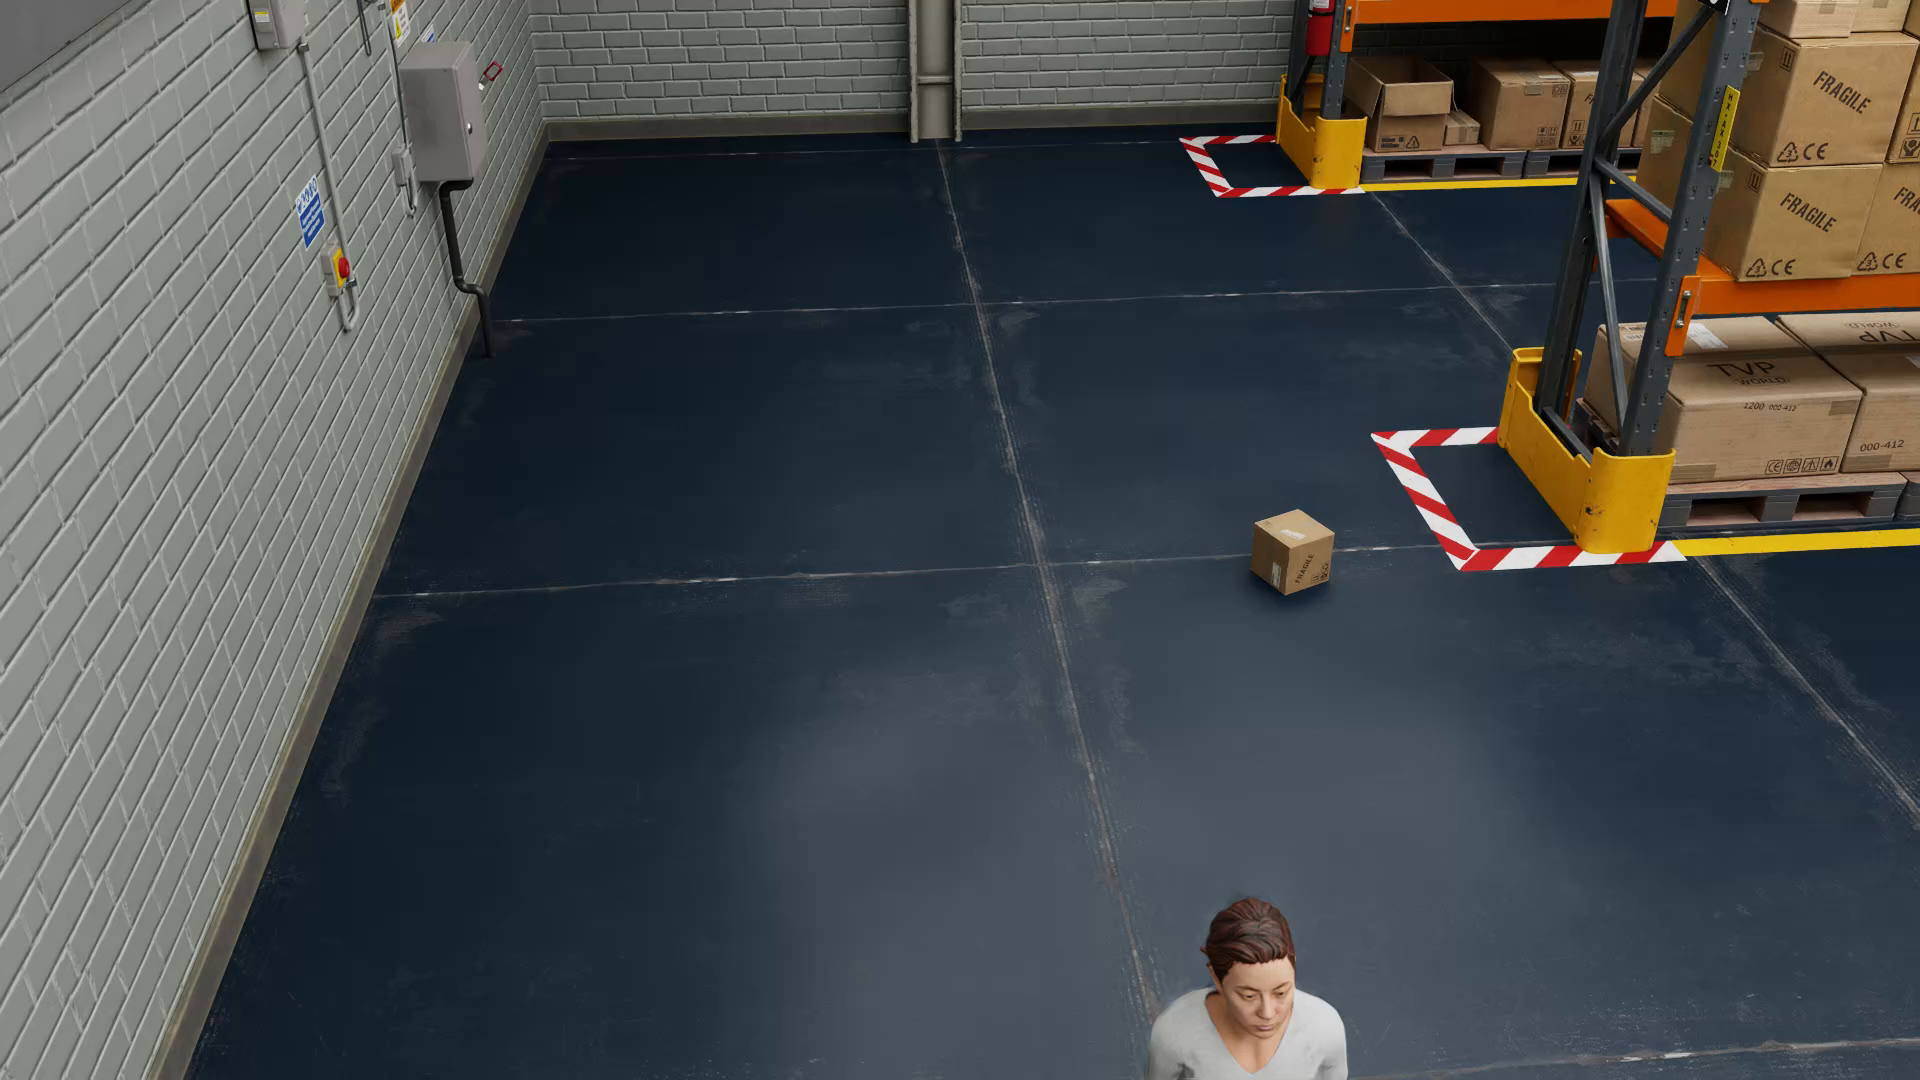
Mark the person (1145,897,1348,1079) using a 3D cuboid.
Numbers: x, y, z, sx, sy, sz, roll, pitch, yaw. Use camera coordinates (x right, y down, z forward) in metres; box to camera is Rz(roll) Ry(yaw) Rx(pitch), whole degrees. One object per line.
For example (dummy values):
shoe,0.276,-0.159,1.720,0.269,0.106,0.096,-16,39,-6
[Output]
person,0.607,1.482,3.705,0.447,1.712,0.544,2,31,4
